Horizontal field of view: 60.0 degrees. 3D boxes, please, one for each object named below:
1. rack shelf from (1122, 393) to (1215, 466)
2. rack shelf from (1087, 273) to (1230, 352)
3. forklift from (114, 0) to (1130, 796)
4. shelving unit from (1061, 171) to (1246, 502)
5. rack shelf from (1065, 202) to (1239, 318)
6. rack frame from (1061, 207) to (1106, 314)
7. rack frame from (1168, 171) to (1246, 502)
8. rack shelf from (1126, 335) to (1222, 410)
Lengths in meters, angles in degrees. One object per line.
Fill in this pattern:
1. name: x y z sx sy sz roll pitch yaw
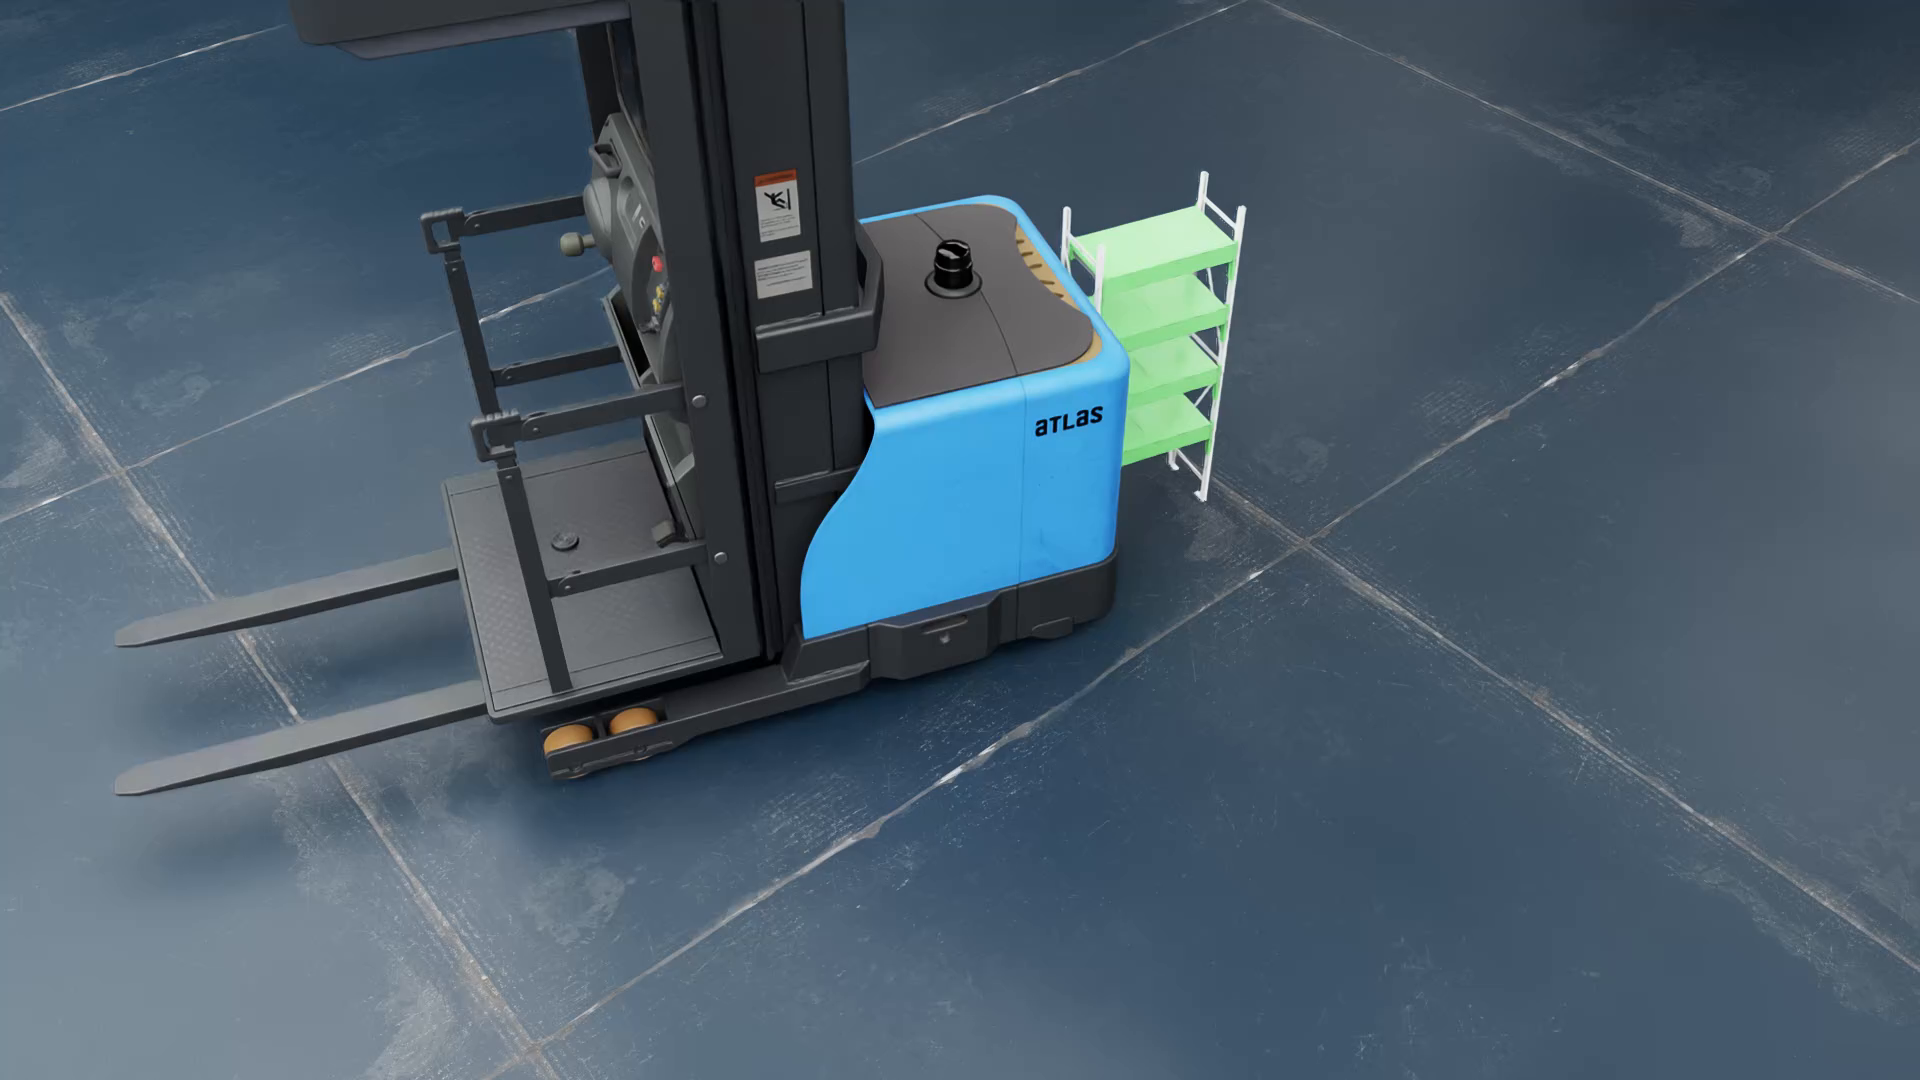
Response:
1. rack shelf: 0.595 -0.355 5.695 0.480 0.148 0.258 -18 46 -18
2. rack shelf: 0.595 -0.705 5.366 0.480 0.148 0.258 -18 46 -18
3. forklift: -1.067 -0.764 4.422 3.031 2.935 1.130 -14 45 -15
4. shelving unit: 0.595 -0.576 5.487 0.503 1.200 0.258 -18 46 -18
5. rack shelf: 0.595 -0.879 5.202 0.480 0.148 0.258 -18 46 -18
6. rack frame: 0.374 -0.505 5.411 0.015 1.200 0.240 -18 46 -18
7. rack frame: 0.815 -0.647 5.563 0.015 1.200 0.240 -18 46 -18
8. rack shelf: 0.595 -0.530 5.531 0.480 0.148 0.258 -18 46 -18
